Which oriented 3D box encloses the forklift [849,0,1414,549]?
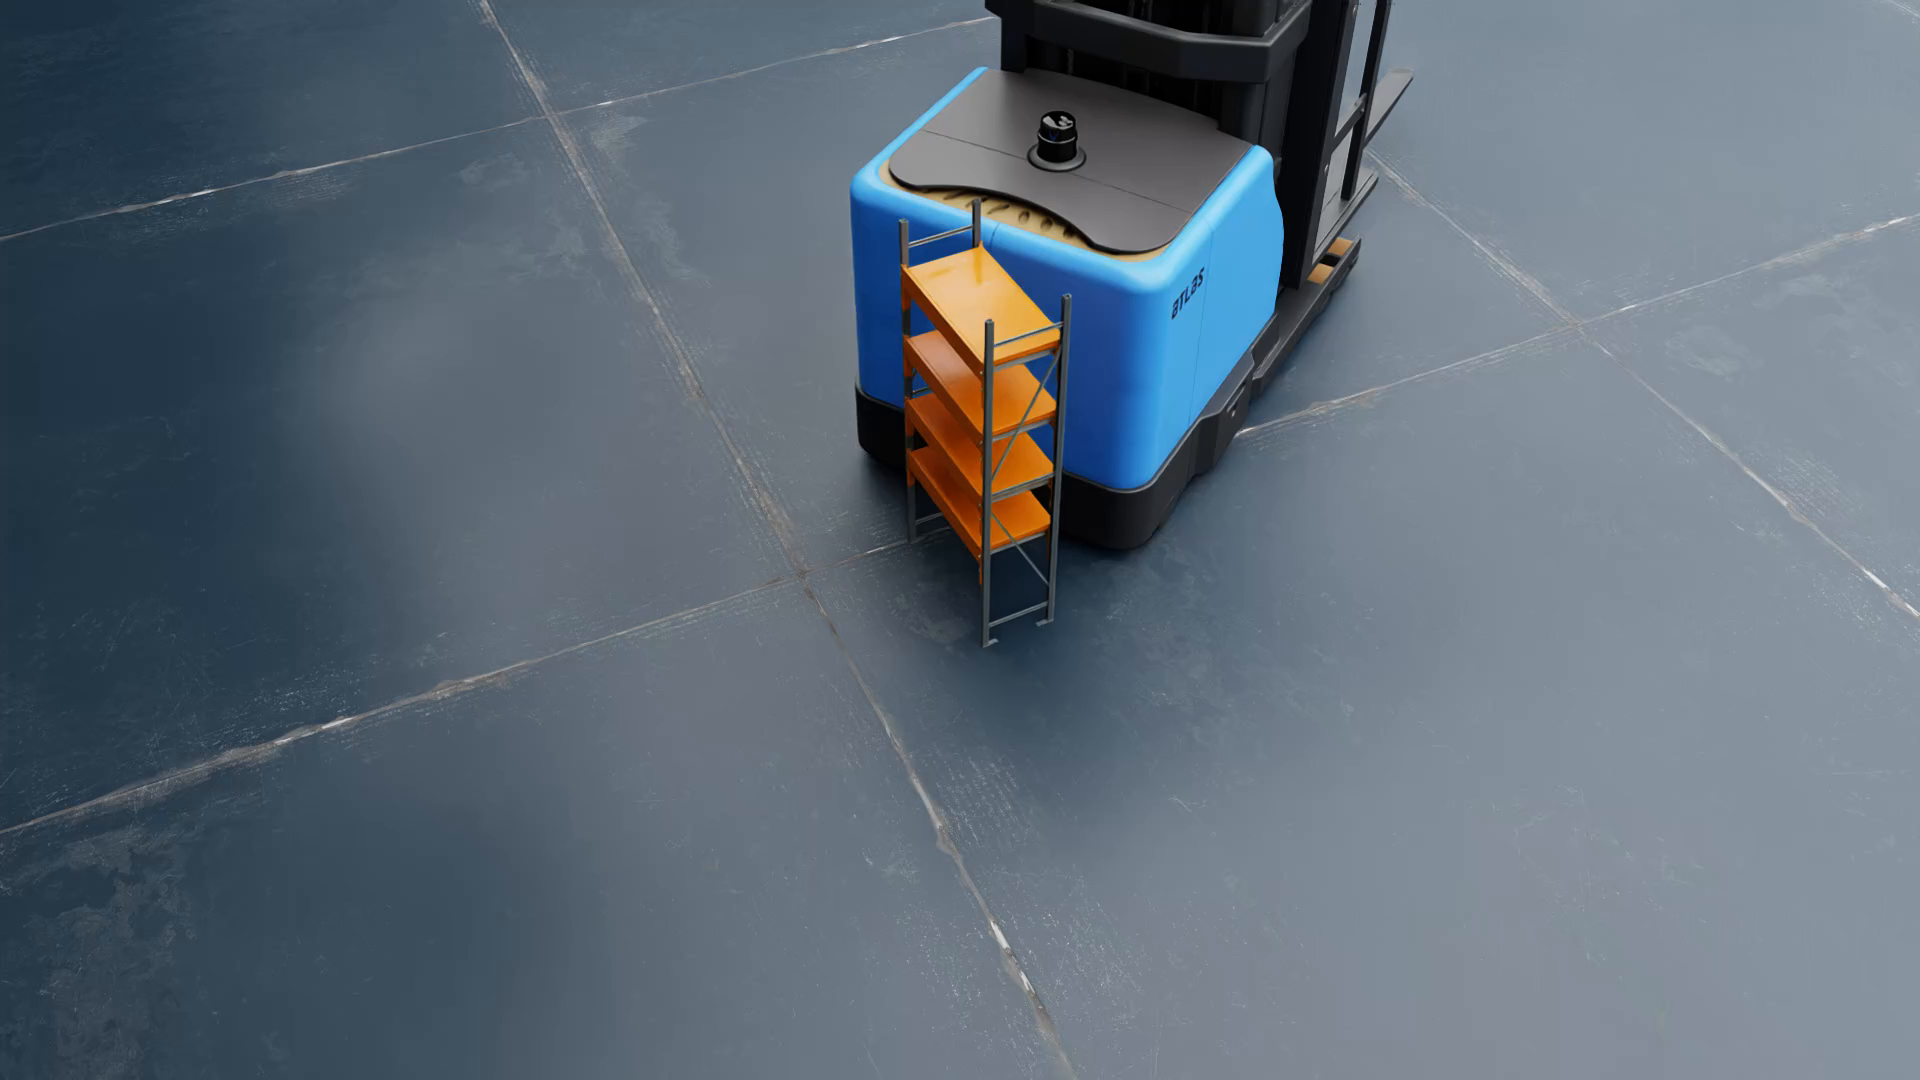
[{"bbox_3d":[0.837,-2.040,5.230,1.130,2.935,3.031,22,49,21],"label":"forklift"}]

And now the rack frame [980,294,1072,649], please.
[{"bbox_3d":[0.170,-0.148,4.546,0.240,1.200,0.015,-20,48,-19],"label":"rack frame"}]

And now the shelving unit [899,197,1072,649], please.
[{"bbox_3d":[0.059,-0.300,4.700,0.258,1.200,0.503,-20,48,-19],"label":"shelving unit"}]

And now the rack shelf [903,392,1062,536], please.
[{"bbox_3d":[0.059,-0.253,4.747,0.258,0.148,0.480,-20,48,-19],"label":"rack shelf"}]

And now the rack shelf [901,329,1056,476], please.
[{"bbox_3d":[0.059,-0.412,4.590,0.258,0.148,0.480,-20,48,-19],"label":"rack shelf"}]

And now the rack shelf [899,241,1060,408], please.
[{"bbox_3d":[0.059,-0.580,4.424,0.258,0.148,0.480,-20,48,-19],"label":"rack shelf"}]

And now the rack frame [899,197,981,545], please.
[{"bbox_3d":[-0.053,-0.453,4.855,0.240,1.200,0.015,-20,48,-19],"label":"rack frame"}]

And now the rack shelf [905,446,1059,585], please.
[{"bbox_3d":[0.059,-0.111,4.887,0.258,0.148,0.480,-20,48,-19],"label":"rack shelf"}]
